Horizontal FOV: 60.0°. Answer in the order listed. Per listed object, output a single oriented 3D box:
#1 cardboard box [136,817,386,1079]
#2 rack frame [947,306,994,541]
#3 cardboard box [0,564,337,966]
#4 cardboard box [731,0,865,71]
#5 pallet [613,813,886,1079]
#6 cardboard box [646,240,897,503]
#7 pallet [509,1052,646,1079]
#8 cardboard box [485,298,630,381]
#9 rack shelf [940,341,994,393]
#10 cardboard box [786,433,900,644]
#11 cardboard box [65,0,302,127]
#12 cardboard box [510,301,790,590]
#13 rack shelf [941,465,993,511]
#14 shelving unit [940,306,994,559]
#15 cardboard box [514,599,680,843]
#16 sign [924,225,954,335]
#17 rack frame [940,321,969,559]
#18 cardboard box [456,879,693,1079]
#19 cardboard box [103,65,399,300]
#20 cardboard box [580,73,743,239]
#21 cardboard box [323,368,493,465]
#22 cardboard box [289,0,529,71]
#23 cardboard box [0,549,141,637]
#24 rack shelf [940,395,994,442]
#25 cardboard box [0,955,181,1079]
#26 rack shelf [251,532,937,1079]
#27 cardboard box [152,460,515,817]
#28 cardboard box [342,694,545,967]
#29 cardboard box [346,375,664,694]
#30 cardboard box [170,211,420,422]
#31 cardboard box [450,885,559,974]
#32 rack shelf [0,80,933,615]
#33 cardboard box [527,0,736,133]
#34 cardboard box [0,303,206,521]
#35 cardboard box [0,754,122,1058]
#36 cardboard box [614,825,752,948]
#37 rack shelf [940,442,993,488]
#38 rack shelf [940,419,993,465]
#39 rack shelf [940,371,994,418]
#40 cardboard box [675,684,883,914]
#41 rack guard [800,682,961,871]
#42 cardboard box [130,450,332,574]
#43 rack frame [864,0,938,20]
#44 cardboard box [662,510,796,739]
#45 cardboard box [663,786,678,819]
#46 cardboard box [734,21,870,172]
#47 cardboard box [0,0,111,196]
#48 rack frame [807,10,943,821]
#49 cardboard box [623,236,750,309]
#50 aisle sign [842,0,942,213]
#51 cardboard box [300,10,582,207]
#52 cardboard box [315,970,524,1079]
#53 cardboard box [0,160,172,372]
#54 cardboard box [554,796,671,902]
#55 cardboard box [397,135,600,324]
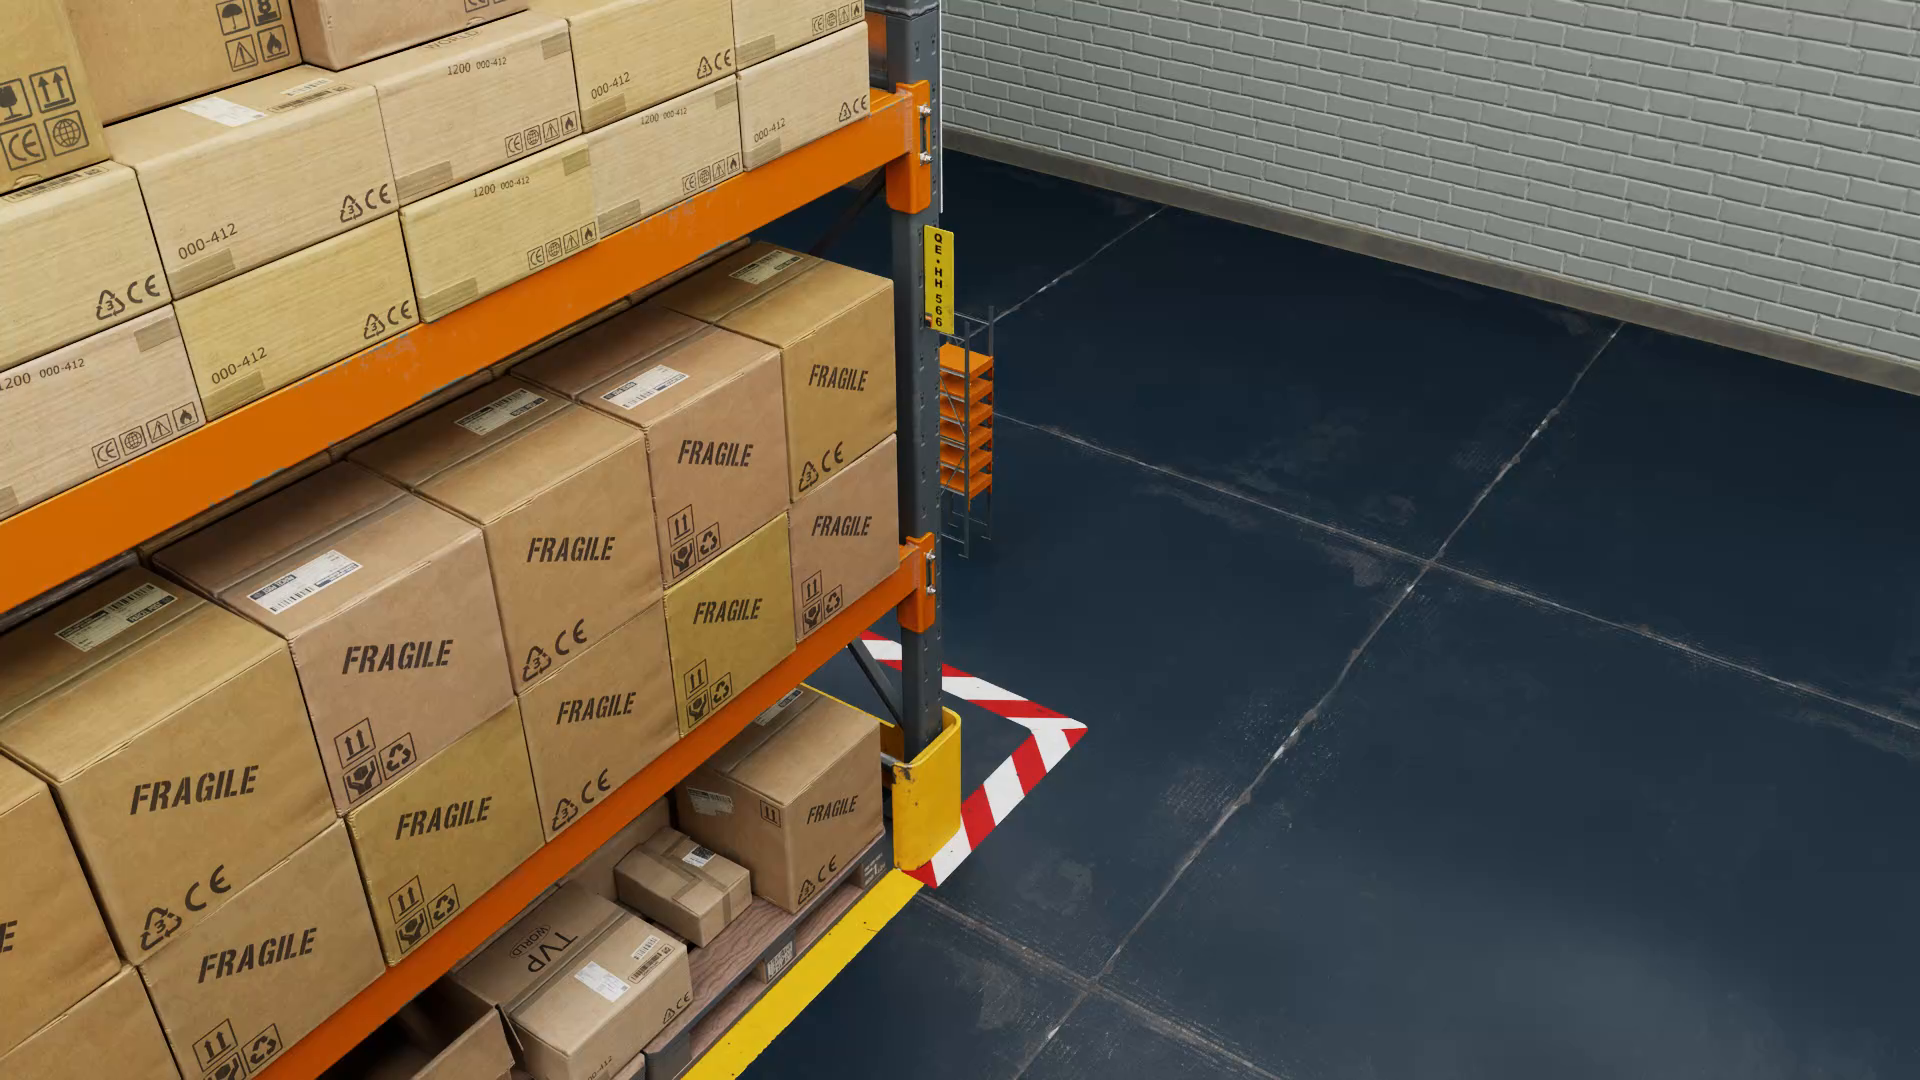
[{"bbox_3d":[-1.695,0.849,3.728,0.500,0.500,0.500,21,39,28],"label":"cardboard box"},{"bbox_3d":[0.044,-0.532,7.466,0.240,1.200,0.006,21,39,28],"label":"rack frame"},{"bbox_3d":[-1.699,0.447,3.429,0.500,0.500,0.500,20,39,27],"label":"cardboard box"},{"bbox_3d":[-0.589,-1.407,4.162,0.500,0.250,0.500,21,39,28],"label":"cardboard box"},{"bbox_3d":[-1.003,1.220,5.757,1.003,0.211,1.213,21,39,28],"label":"pallet"},{"bbox_3d":[-0.534,-0.500,4.830,0.500,0.500,0.500,21,39,28],"label":"cardboard box"},{"bbox_3d":[-1.699,1.780,4.930,1.003,0.211,1.213,21,39,28],"label":"pallet"},{"bbox_3d":[-1.267,-0.430,4.726,0.500,0.500,0.500,22,40,29],"label":"cardboard box"},{"bbox_3d":[-0.008,-0.752,7.227,0.258,0.103,0.180,21,39,28],"label":"rack shelf"},{"bbox_3d":[-0.537,-0.085,5.109,0.500,0.500,0.500,23,40,30],"label":"cardboard box"},{"bbox_3d":[-1.699,-1.126,3.078,0.700,0.500,0.500,21,39,28],"label":"cardboard box"},{"bbox_3d":[-0.821,-0.267,4.486,0.500,0.500,0.500,22,40,29],"label":"cardboard box"},{"bbox_3d":[-0.008,-0.255,7.563,0.258,0.103,0.180,21,39,28],"label":"rack shelf"},{"bbox_3d":[-0.008,-0.490,7.404,0.258,1.200,0.189,21,39,28],"label":"shelving unit"},{"bbox_3d":[-1.119,0.382,4.418,0.500,0.500,0.500,22,40,29],"label":"cardboard box"},{"bbox_3d":[-0.061,-0.761,4.882,0.100,0.325,0.005,21,39,28],"label":"sign"},{"bbox_3d":[-0.060,-0.448,7.342,0.240,1.200,0.006,21,39,28],"label":"rack frame"},{"bbox_3d":[-1.180,1.376,5.099,0.500,0.250,0.500,21,39,28],"label":"cardboard box"},{"bbox_3d":[-1.442,-0.715,3.140,0.500,0.250,0.500,21,39,28],"label":"cardboard box"},{"bbox_3d":[-0.876,-0.970,3.963,0.500,0.250,0.500,21,39,28],"label":"cardboard box"},{"bbox_3d":[-1.556,-0.201,4.388,0.500,0.500,0.500,22,40,29],"label":"cardboard box"},{"bbox_3d":[-1.337,-1.326,3.374,0.700,0.500,0.500,21,39,28],"label":"cardboard box"},{"bbox_3d":[-2.133,0.264,3.700,0.500,0.500,0.500,22,40,29],"label":"cardboard box"},{"bbox_3d":[-0.008,-0.553,7.362,0.258,0.103,0.180,21,39,28],"label":"rack shelf"},{"bbox_3d":[-1.983,1.078,3.389,0.500,0.500,0.500,22,40,29],"label":"cardboard box"},{"bbox_3d":[-1.646,0.881,4.411,1.077,0.370,4.000,21,39,28],"label":"rack shelf"},{"bbox_3d":[-1.406,0.209,3.781,0.500,0.500,0.500,23,40,30],"label":"cardboard box"},{"bbox_3d":[-1.407,0.614,4.075,0.500,0.500,0.500,21,39,28],"label":"cardboard box"},{"bbox_3d":[-1.113,-0.027,4.130,0.500,0.500,0.500,22,40,29],"label":"cardboard box"},{"bbox_3d":[-1.449,-0.511,3.284,0.500,0.250,0.500,21,39,28],"label":"cardboard box"},{"bbox_3d":[-1.619,1.240,5.301,0.500,0.250,0.500,21,39,28],"label":"cardboard box"},{"bbox_3d":[-1.646,-0.361,3.571,1.077,0.370,4.000,21,39,28],"label":"rack shelf"},{"bbox_3d":[-0.874,-1.176,3.822,0.500,0.250,0.500,21,39,28],"label":"cardboard box"},{"bbox_3d":[-1.731,-0.280,2.942,0.500,0.250,0.500,21,39,28],"label":"cardboard box"},{"bbox_3d":[-1.993,0.684,3.079,0.500,0.500,0.500,20,39,27],"label":"cardboard box"},{"bbox_3d":[-0.918,1.141,5.522,0.380,0.166,0.250,21,39,28],"label":"cardboard box"},{"bbox_3d":[-0.008,-0.354,7.496,0.258,0.103,0.180,21,39,28],"label":"rack shelf"},{"bbox_3d":[-0.008,-0.454,7.429,0.258,0.103,0.180,21,39,28],"label":"rack shelf"},{"bbox_3d":[-0.008,-0.652,7.294,0.258,0.103,0.180,21,39,28],"label":"rack shelf"},{"bbox_3d":[-0.613,0.845,5.661,0.500,0.500,0.500,21,39,28],"label":"cardboard box"},{"bbox_3d":[-0.549,0.733,6.219,1.175,0.500,0.348,21,39,28],"label":"rack guard"},{"bbox_3d":[-1.845,0.033,4.041,0.500,0.500,0.500,21,39,28],"label":"cardboard box"},{"bbox_3d":[-0.506,-2.822,3.890,1.000,3.000,0.127,21,39,28],"label":"rack frame"},{"bbox_3d":[-0.830,0.155,4.755,0.500,0.500,0.500,22,40,29],"label":"cardboard box"},{"bbox_3d":[-1.169,0.852,5.948,0.380,0.166,0.250,21,39,28],"label":"cardboard box"},{"bbox_3d":[-0.582,-1.197,4.298,0.500,0.250,0.500,21,39,28],"label":"cardboard box"},{"bbox_3d":[-1.859,-0.847,2.666,0.700,0.500,0.500,21,39,28],"label":"cardboard box"},{"bbox_3d":[-0.506,-0.337,5.571,1.000,3.000,0.127,21,39,28],"label":"rack frame"},{"bbox_3d":[-0.975,-0.673,5.085,0.500,0.500,0.500,23,40,30],"label":"cardboard box"},{"bbox_3d":[-0.215,-1.347,4.744,0.394,0.787,0.004,21,39,28],"label":"aisle sign"},{"bbox_3d":[-1.162,-0.948,3.483,0.500,0.250,0.500,21,39,28],"label":"cardboard box"},{"bbox_3d":[-1.719,1.489,4.706,0.797,0.503,0.637,21,39,28],"label":"cardboard box"},{"bbox_3d":[-1.727,-0.485,2.800,0.500,0.250,0.500,21,39,28],"label":"cardboard box"},{"bbox_3d":[-1.334,1.010,5.641,0.500,0.250,0.500,21,39,28],"label":"cardboard box"},{"bbox_3d":[-1.150,-0.736,3.617,0.500,0.250,0.500,21,39,28],"label":"cardboard box"}]
